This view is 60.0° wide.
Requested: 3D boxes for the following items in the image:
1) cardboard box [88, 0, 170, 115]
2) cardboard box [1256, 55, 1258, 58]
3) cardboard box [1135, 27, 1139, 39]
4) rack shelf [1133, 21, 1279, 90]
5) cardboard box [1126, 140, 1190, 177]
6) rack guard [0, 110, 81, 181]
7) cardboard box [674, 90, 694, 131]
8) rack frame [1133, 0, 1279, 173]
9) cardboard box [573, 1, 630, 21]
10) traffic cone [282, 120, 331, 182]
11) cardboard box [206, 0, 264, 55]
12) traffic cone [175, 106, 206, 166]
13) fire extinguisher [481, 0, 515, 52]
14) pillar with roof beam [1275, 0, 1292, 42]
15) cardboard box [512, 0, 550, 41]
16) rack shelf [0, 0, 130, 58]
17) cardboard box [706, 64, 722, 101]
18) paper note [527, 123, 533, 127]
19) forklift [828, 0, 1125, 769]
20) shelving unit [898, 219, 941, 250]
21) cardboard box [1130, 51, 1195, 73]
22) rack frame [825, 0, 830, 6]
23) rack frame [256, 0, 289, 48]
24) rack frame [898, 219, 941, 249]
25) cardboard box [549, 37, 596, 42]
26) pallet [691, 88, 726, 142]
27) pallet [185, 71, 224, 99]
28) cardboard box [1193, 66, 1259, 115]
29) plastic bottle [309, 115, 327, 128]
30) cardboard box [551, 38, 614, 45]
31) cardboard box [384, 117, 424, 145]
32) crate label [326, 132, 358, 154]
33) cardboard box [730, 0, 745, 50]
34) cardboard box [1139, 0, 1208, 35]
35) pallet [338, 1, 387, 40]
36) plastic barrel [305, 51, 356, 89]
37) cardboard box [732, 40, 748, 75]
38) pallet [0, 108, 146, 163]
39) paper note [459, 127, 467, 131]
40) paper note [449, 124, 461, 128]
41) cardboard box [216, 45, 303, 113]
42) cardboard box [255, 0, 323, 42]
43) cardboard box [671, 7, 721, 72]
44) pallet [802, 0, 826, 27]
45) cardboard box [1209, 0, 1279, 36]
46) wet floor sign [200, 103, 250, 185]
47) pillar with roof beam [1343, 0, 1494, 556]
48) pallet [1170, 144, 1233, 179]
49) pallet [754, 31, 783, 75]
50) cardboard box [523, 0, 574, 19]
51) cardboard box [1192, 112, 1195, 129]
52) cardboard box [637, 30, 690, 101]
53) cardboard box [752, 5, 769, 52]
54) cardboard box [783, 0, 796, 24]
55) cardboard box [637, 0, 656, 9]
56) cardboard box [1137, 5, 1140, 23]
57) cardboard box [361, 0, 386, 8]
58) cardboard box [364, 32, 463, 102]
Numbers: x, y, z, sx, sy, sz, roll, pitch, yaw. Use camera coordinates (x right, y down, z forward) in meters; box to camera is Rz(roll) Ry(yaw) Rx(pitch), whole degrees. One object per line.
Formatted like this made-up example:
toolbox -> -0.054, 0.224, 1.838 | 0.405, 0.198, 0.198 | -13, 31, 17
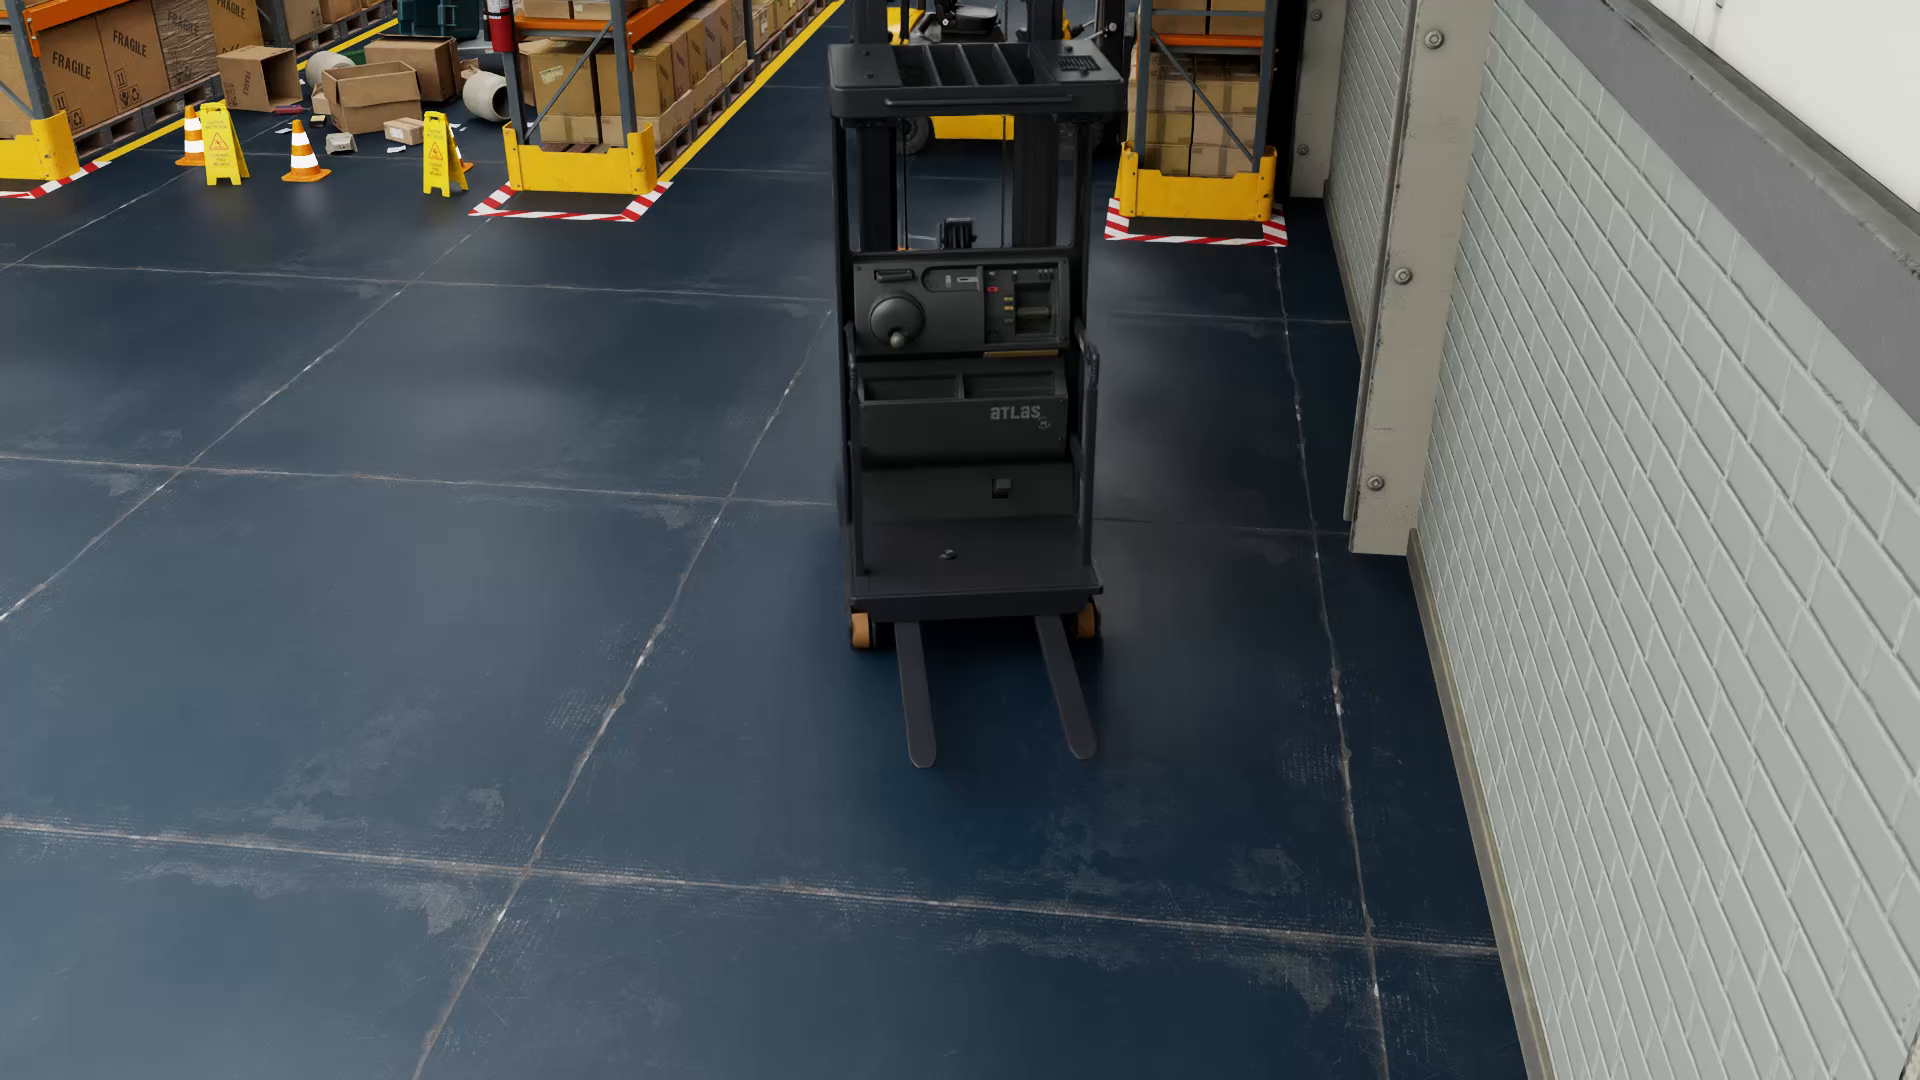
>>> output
cardboard box -> -7.889, -4.408, 15.067 | 0.875, 0.875, 0.875 | 3, 28, 5
cardboard box -> 2.216, -3.994, 13.903 | 0.500, 0.250, 0.500 | 3, 28, 6
cardboard box -> 1.764, -4.261, 14.398 | 0.500, 0.250, 0.500 | 3, 28, 5
rack shelf -> 2.084, -4.519, 14.234 | 1.077, 0.370, 4.000 | 3, 28, 6
cardboard box -> 1.583, -3.108, 13.313 | 0.500, 0.250, 0.500 | 4, 29, 7
rack guard -> -8.015, -3.309, 13.866 | 1.175, 0.500, 0.348 | 3, 28, 6
cardboard box -> -2.644, -3.759, 14.521 | 0.500, 0.250, 0.500 | 4, 29, 8
rack frame -> 1.839, -3.894, 12.316 | 1.000, 3.000, 0.127 | 3, 28, 6
cardboard box -> -2.840, -4.218, 13.182 | 0.380, 0.149, 0.250 | 3, 29, 6
traffic cone -> -5.458, -3.246, 13.787 | 0.336, 0.463, 0.334 | 3, 28, 6
cardboard box -> -7.669, -5.261, 16.651 | 0.875, 0.875, 0.875 | 4, 29, 7
traffic cone -> -6.538, -3.472, 14.206 | 0.336, 0.463, 0.334 | 3, 28, 6
fire extinguisher -> -3.559, -4.120, 12.816 | 0.296, 0.674, 0.183 | 3, 28, 6
pillar with roof beam -> -0.718, -9.885, 17.111 | 9.100, 9.000, 0.400 | 3, 28, 6
cardboard box -> -4.368, -5.386, 16.922 | 0.500, 0.500, 0.500 | 3, 28, 6
rack shelf -> -7.768, -5.046, 15.212 | 1.077, 0.370, 4.000 | 3, 28, 6
cardboard box -> -2.525, -4.254, 15.440 | 0.500, 0.250, 0.500 | 4, 29, 7
paper note -> -3.980, -3.839, 15.344 | 0.142, 0.019, 0.148 | -6, 29, -11
forklift -> 0.033, -0.975, 6.969 | 1.130, 2.935, 3.031 | -3, 28, -5
shelving unit -> -0.287, -1.059, 8.950 | 0.258, 1.200, 0.503 | 8, 29, 15
cardboard box -> 1.643, -3.784, 13.514 | 0.500, 0.250, 0.500 | 4, 29, 7
rack frame -> -2.107, -7.947, 19.838 | 1.000, 3.000, 0.127 | 3, 28, 6
rack frame -> -7.522, -6.304, 16.789 | 1.000, 3.000, 0.127 | 3, 28, 6
rack frame -> -0.217, -1.170, 9.156 | 0.240, 1.200, 0.015 | 8, 29, 15
cardboard box -> -3.270, -4.340, 14.125 | 0.380, 0.149, 0.250 | 4, 29, 8
pallet -> -2.792, -3.942, 15.345 | 1.003, 0.211, 1.213 | 3, 28, 6
pallet -> -7.693, -4.723, 16.794 | 1.003, 0.211, 1.213 | 3, 28, 6
cardboard box -> 2.086, -3.524, 13.031 | 0.500, 0.250, 0.500 | 3, 28, 5
plastic bottle -> -5.940, -3.883, 15.392 | 0.133, 0.061, 0.283 | -6, 29, -11
cardboard box -> -3.188, -4.124, 14.407 | 0.500, 0.500, 0.500 | 4, 29, 8
cardboard box -> -4.932, -3.660, 14.887 | 0.380, 0.149, 0.250 | 20, 34, 32
crate label -> -5.424, -3.476, 14.558 | 0.250, 0.136, 0.298 | -11, 30, -20
cardboard box -> -2.404, -5.074, 16.172 | 0.500, 0.500, 0.500 | 3, 28, 5
cardboard box -> 1.639, -4.185, 12.750 | 0.500, 0.500, 0.500 | 3, 28, 5
pallet -> -7.356, -6.020, 19.201 | 1.003, 0.211, 1.213 | 3, 28, 6
plastic barrel -> -6.139, -4.547, 16.243 | 0.421, 0.421, 0.512 | -24, 36, -37
cardboard box -> -2.403, -4.744, 16.350 | 0.500, 0.250, 0.500 | 5, 29, 9
pallet -> -7.992, -3.574, 14.662 | 1.003, 0.211, 1.213 | 3, 28, 6
paper note -> -4.547, -3.763, 15.224 | 0.032, 0.001, 0.123 | 3, 28, 6
paper note -> -4.694, -3.821, 15.322 | 0.148, 0.019, 0.142 | 14, 31, 24
cardboard box -> -6.694, -4.414, 15.914 | 0.500, 0.500, 0.500 | 8, 29, 15
cardboard box -> -7.536, -5.796, 17.775 | 1.050, 0.750, 0.750 | 3, 28, 6
cardboard box -> -2.525, -4.594, 15.281 | 0.500, 0.500, 0.500 | 5, 29, 9
pallet -> -2.204, -6.351, 19.817 | 1.003, 0.211, 1.213 | 3, 28, 6
cardboard box -> 2.176, -4.155, 12.695 | 0.500, 0.500, 0.500 | 4, 29, 8
wet floor sign -> -6.051, -3.256, 13.613 | 0.267, 0.644, 0.232 | -1, 28, -3
pillar with roof beam -> -2.189, -4.237, 6.626 | 9.100, 9.000, 0.400 | 3, 28, 6
pallet -> 1.891, -3.029, 13.650 | 1.003, 0.211, 1.213 | 3, 28, 6
pallet -> -2.503, -5.203, 17.685 | 1.003, 0.211, 1.213 | 3, 28, 6
cardboard box -> -3.254, -4.259, 13.257 | 0.380, 0.149, 0.250 | 4, 29, 8
cardboard box -> 2.153, -3.535, 13.578 | 0.500, 0.250, 0.500 | 3, 28, 6
cardboard box -> -2.652, -4.107, 14.376 | 0.500, 0.500, 0.500 | 2, 28, 4
cardboard box -> -2.536, -5.339, 17.325 | 0.950, 0.372, 0.625 | 4, 29, 7
cardboard box -> -2.367, -6.005, 18.561 | 0.950, 0.372, 0.625 | 4, 29, 8
cardboard box -> -2.711, -4.458, 13.627 | 0.380, 0.149, 0.250 | 2, 28, 5
cardboard box -> 1.886, -4.742, 15.292 | 0.500, 0.250, 0.500 | 3, 28, 6
cardboard box -> -7.300, -6.688, 19.431 | 1.050, 0.750, 0.750 | 4, 29, 7
cardboard box -> -5.279, -4.556, 16.034 | 0.797, 0.637, 0.503 | 3, 28, 6
